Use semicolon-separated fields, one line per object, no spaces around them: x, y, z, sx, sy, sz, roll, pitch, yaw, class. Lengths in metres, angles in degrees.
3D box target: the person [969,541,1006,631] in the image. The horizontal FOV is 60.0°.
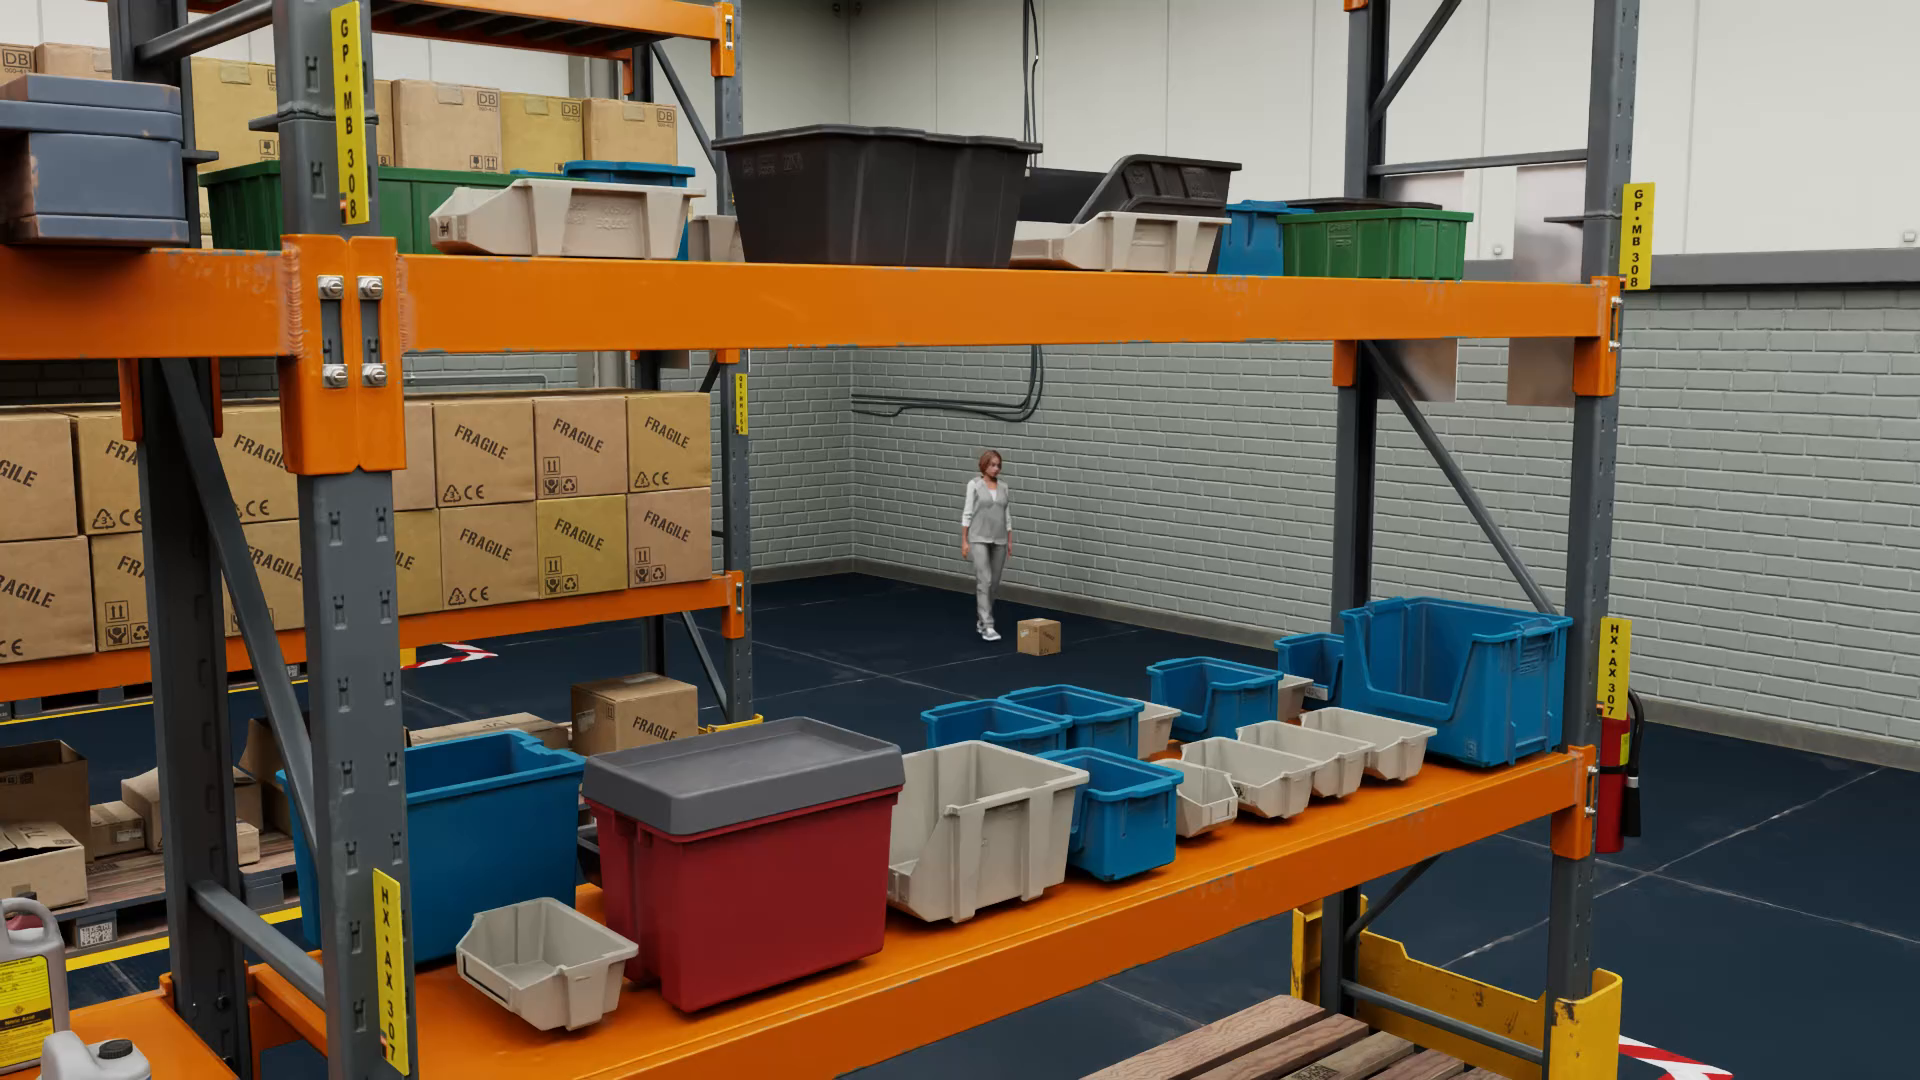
0.223;0.332;14.169;0.345;0.843;0.545;-3;8;-21;person
